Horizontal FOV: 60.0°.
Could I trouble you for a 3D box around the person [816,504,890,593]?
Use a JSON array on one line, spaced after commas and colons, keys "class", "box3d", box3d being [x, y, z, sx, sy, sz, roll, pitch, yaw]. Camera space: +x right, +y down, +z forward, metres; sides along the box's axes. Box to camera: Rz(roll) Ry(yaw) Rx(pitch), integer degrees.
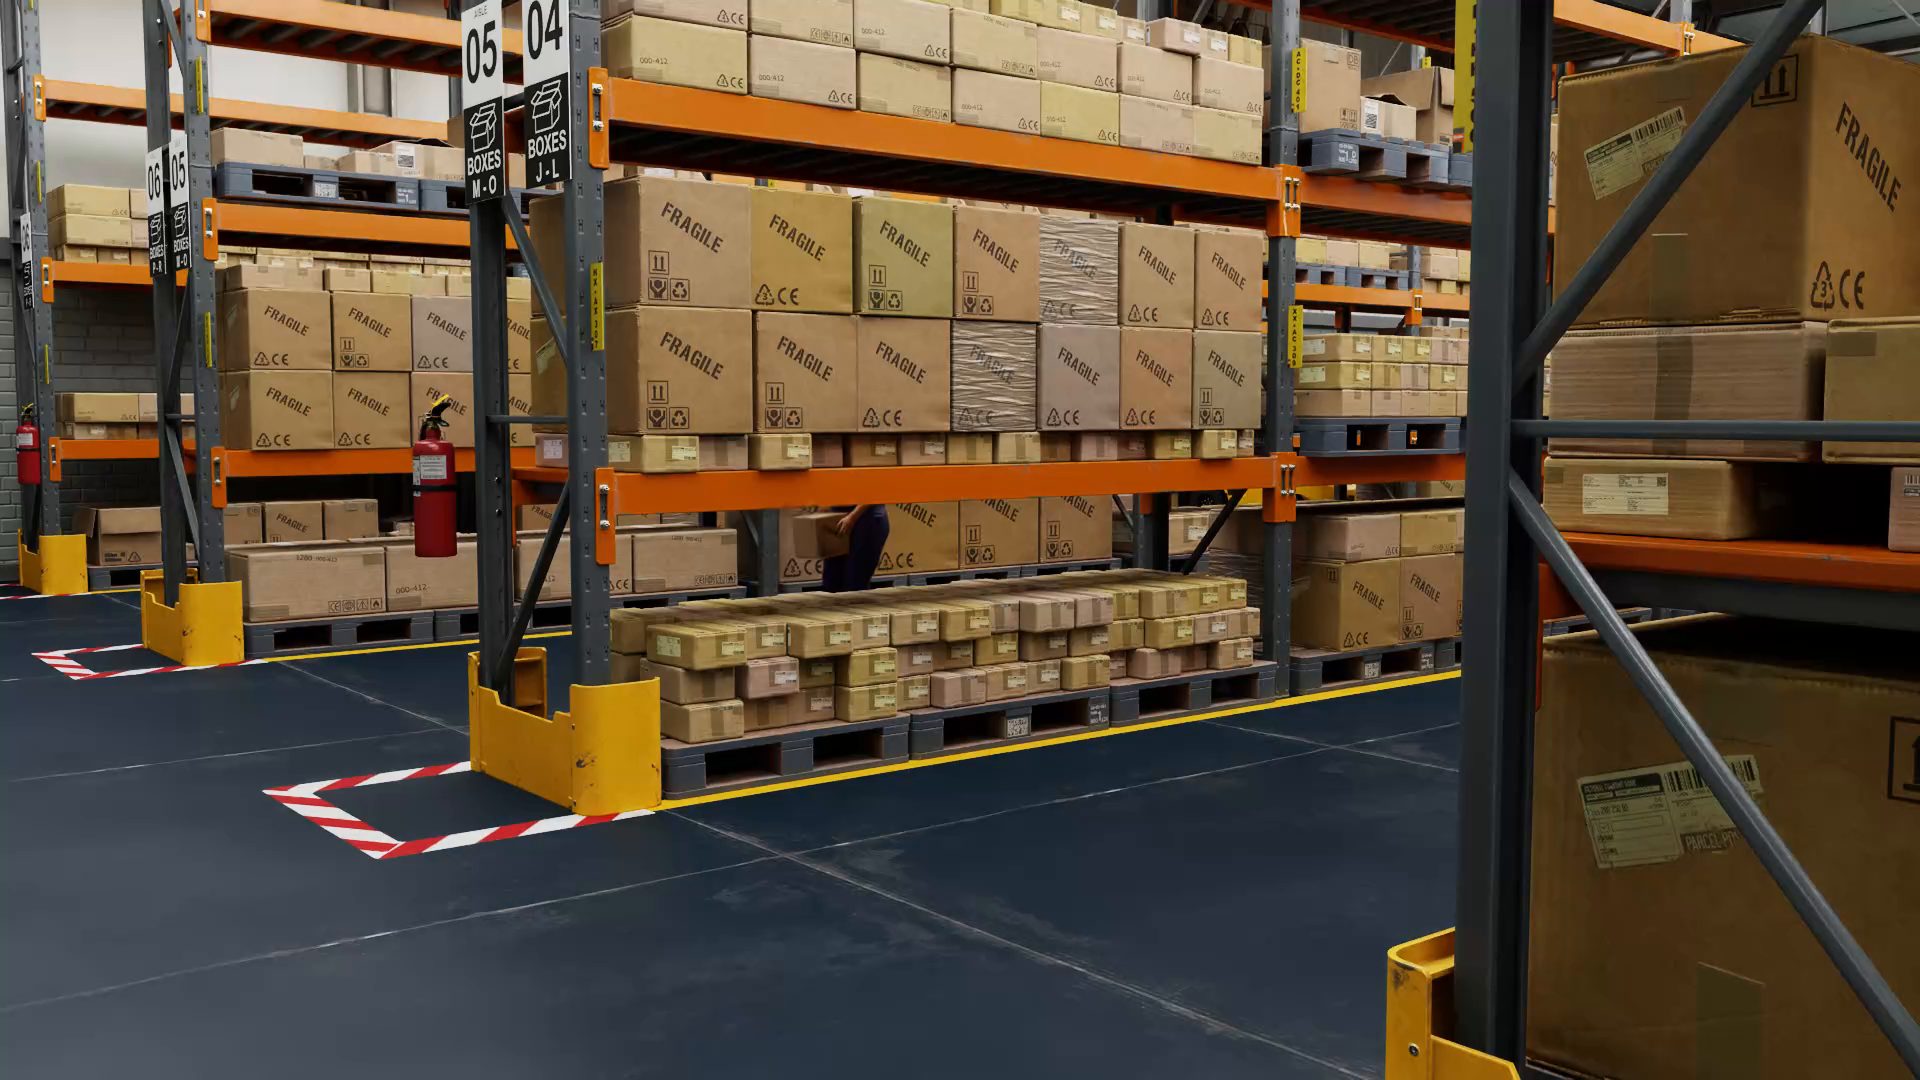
[{"class": "person", "box3d": [-0.679, -0.079, 10.301, 0.423, 1.656, 0.506, -4, 6, -40]}]
